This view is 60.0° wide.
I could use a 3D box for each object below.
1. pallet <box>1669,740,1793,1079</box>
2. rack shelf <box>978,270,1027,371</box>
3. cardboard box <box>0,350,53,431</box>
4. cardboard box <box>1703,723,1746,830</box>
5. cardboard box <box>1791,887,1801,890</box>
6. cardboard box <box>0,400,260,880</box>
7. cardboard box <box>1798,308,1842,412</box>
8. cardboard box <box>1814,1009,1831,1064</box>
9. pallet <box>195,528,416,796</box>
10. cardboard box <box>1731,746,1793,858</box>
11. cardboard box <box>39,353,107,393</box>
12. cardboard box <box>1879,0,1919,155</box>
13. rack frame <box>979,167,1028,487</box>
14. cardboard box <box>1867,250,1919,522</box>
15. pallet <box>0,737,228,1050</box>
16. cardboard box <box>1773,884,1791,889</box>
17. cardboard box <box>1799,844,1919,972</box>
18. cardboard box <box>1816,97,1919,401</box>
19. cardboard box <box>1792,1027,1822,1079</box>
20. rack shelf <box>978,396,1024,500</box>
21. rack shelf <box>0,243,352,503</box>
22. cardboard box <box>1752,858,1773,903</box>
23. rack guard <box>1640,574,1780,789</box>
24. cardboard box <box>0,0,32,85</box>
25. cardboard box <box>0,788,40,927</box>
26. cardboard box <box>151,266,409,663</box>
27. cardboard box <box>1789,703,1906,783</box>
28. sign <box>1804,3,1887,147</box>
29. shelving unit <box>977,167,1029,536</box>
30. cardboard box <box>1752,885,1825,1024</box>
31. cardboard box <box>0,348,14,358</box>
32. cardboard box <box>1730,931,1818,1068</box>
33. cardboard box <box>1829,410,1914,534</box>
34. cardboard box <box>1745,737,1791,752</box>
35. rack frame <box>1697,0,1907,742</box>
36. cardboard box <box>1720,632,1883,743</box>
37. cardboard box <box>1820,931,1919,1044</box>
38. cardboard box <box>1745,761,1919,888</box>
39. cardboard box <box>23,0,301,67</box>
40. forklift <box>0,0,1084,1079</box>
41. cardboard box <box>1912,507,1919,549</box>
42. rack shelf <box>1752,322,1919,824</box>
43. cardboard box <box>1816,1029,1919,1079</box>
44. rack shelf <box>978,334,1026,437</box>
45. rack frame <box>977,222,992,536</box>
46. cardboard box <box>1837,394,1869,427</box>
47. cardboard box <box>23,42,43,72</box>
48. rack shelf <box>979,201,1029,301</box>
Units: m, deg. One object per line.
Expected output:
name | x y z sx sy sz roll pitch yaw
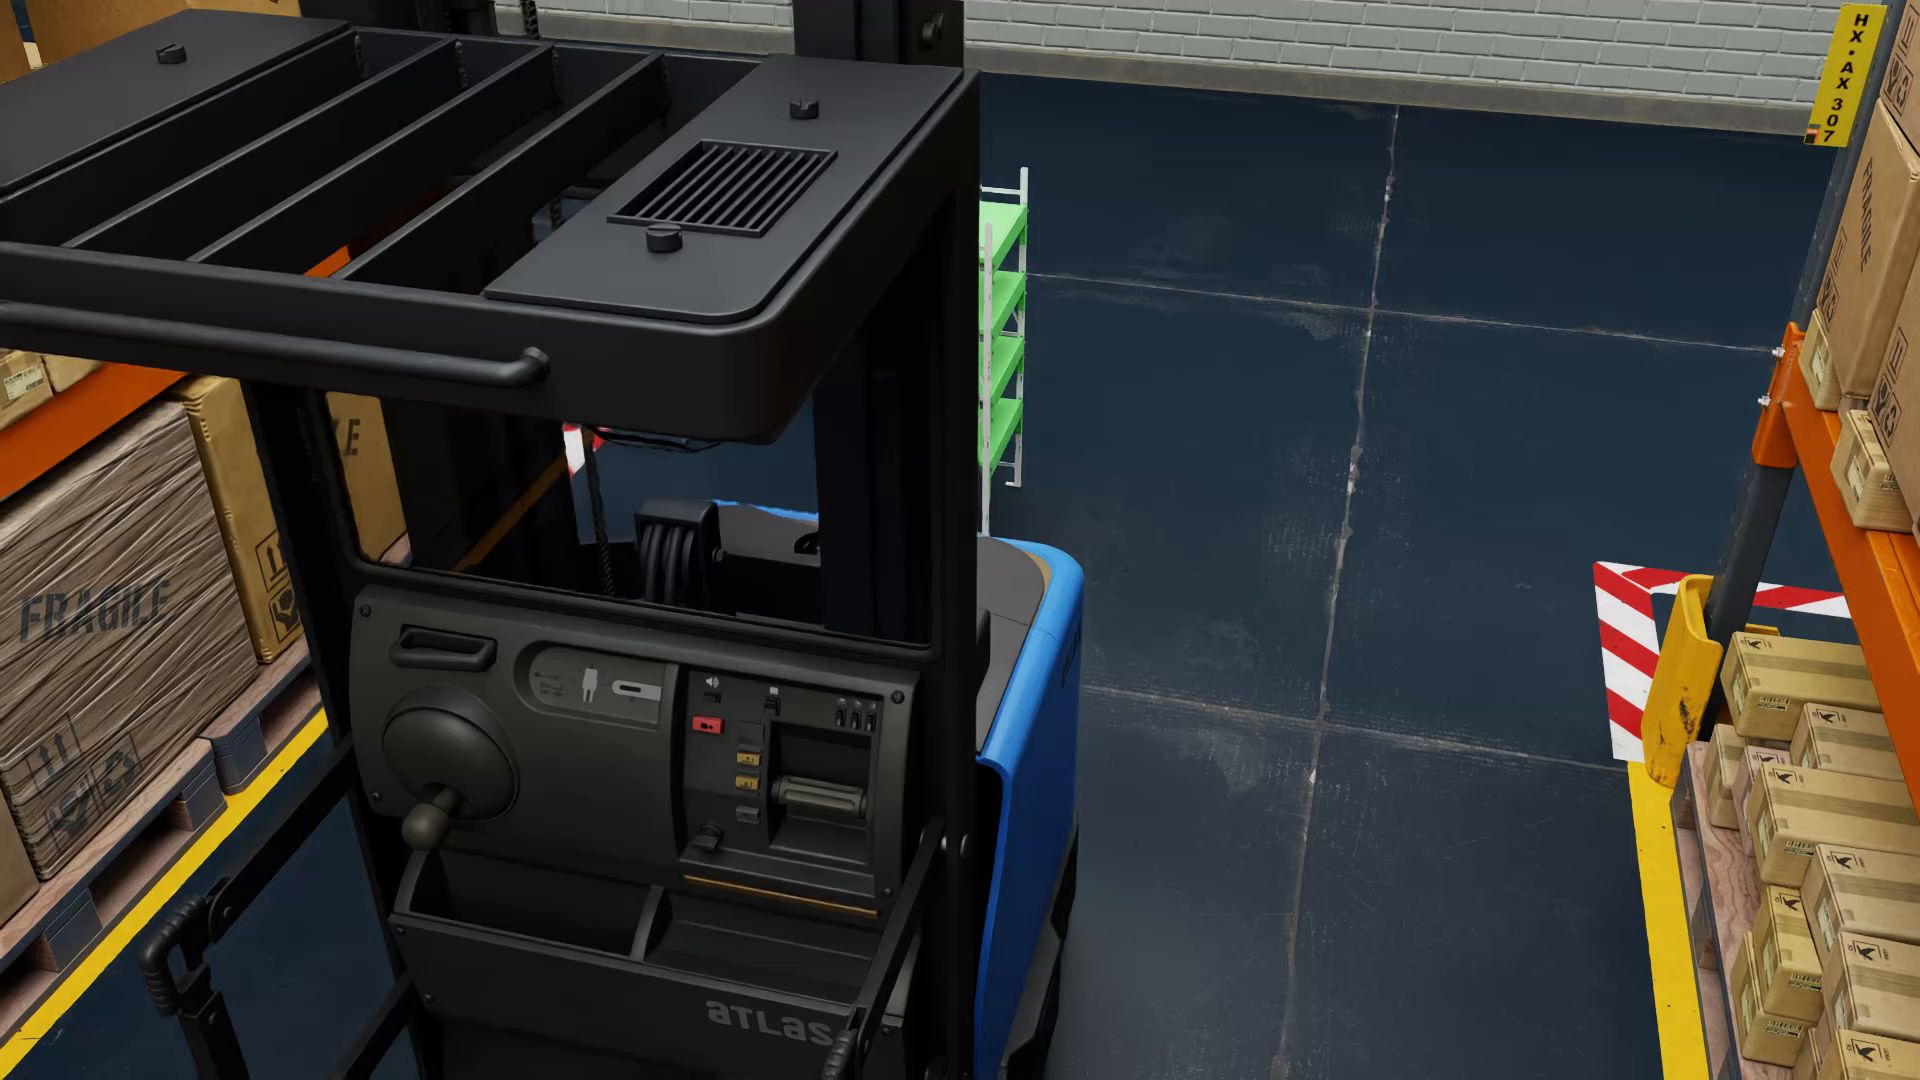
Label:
pallet | 2.302 1.007 3.969 1.003 0.211 1.213 8 33 12
rack shelf | 0.042 -0.741 5.469 0.258 0.148 0.480 8 33 12
cardboard box | -2.305 -0.353 3.744 0.380 0.149 0.250 8 33 13
cardboard box | 2.119 0.628 4.232 0.380 0.149 0.250 9 33 13
cardboard box | 2.080 0.785 3.708 0.380 0.149 0.250 8 33 13
cardboard box | -2.526 0.181 4.259 0.875 0.875 0.875 8 33 12
cardboard box | 2.162 -0.397 3.812 0.380 0.149 0.250 8 33 12
cardboard box | 1.934 1.054 3.285 0.380 0.149 0.250 6 33 10
pallet | -2.338 0.249 5.162 1.003 0.211 1.213 8 33 12
cardboard box | 2.056 0.646 3.927 0.380 0.149 0.250 8 33 12
cardboard box | -2.240 -0.488 3.956 0.380 0.149 0.250 7 33 11
cardboard box | 2.191 -1.019 3.254 0.500 0.500 0.500 8 33 12
rack frame | 0.104 -0.719 5.762 0.240 1.200 0.015 8 33 12
cardboard box | 2.069 -0.317 3.083 0.500 0.500 0.500 8 33 12
pallet | -2.649 0.880 4.170 1.003 0.211 1.213 8 33 12
cardboard box | 2.075 0.905 3.797 0.380 0.149 0.250 8 33 13
cardboard box | 1.976 0.787 3.427 0.380 0.149 0.250 6 33 10
cardboard box | 2.180 -0.598 3.525 0.500 0.500 0.500 10 34 15
cardboard box | 1.932 1.168 3.383 0.380 0.149 0.250 8 33 12
rack shelf | 0.042 -0.336 5.726 0.258 0.148 0.480 8 33 12
rack shelf | -2.718 -0.012 3.644 1.077 0.370 4.000 8 33 12
cardboard box | 2.132 0.775 4.001 0.380 0.149 0.250 8 33 12
rack guard | 2.542 0.468 4.547 1.175 0.500 0.348 8 33 12
cardboard box | -2.720 -1.261 4.101 0.500 0.500 0.500 7 33 11
cardboard box | -2.752 0.643 3.532 0.875 0.875 0.875 8 33 12
cardboard box | -2.295 -0.291 5.001 0.875 0.875 0.875 8 33 12
cardboard box | 2.146 0.534 3.826 0.380 0.149 0.250 9 33 13
sign | 2.037 -1.065 3.823 0.100 0.325 0.005 8 33 12
shelving unit | 0.042 -0.592 5.563 0.258 1.200 0.503 8 33 12
cardboard box | 1.910 0.903 3.522 0.380 0.149 0.250 9 34 14
cardboard box | -2.335 -0.601 3.762 0.500 0.250 0.500 7 33 11
cardboard box | 1.905 1.023 3.611 0.380 0.149 0.250 8 33 13
cardboard box | 2.018 -0.127 3.387 0.380 0.149 0.250 7 33 11
cardboard box | 2.180 0.511 4.138 0.380 0.149 0.250 9 34 14
rack frame | 2.562 -0.626 3.939 1.000 3.000 0.127 8 33 12
cardboard box | 2.100 0.374 4.076 0.380 0.149 0.250 7 33 10
cardboard box | 1.896 0.930 3.203 0.380 0.149 0.250 9 34 14
cardboard box | 1.959 0.647 3.647 0.380 0.149 0.250 8 33 12
cardboard box | -2.080 -1.444 4.389 0.500 0.500 0.500 8 33 13
forklift | -0.576 0.384 2.414 1.130 2.935 3.031 8 33 12
cardboard box | 1.933 -0.065 2.685 0.500 0.500 0.500 8 33 13
rack shelf | 2.054 0.715 2.499 1.077 0.370 4.000 8 33 12
cardboard box | 1.785 1.060 2.998 0.380 0.149 0.250 9 33 13
rack shelf | 0.042 -0.538 5.598 0.258 0.148 0.480 8 33 12
rack frame | -0.020 -0.466 5.364 0.240 1.200 0.015 8 33 12
cardboard box | 2.138 -0.259 3.595 0.380 0.149 0.250 9 34 14
cardboard box | -2.593 -1.204 4.710 0.500 0.250 0.500 7 33 11
rack shelf | 0.042 -0.943 5.340 0.258 0.148 0.480 8 33 12
